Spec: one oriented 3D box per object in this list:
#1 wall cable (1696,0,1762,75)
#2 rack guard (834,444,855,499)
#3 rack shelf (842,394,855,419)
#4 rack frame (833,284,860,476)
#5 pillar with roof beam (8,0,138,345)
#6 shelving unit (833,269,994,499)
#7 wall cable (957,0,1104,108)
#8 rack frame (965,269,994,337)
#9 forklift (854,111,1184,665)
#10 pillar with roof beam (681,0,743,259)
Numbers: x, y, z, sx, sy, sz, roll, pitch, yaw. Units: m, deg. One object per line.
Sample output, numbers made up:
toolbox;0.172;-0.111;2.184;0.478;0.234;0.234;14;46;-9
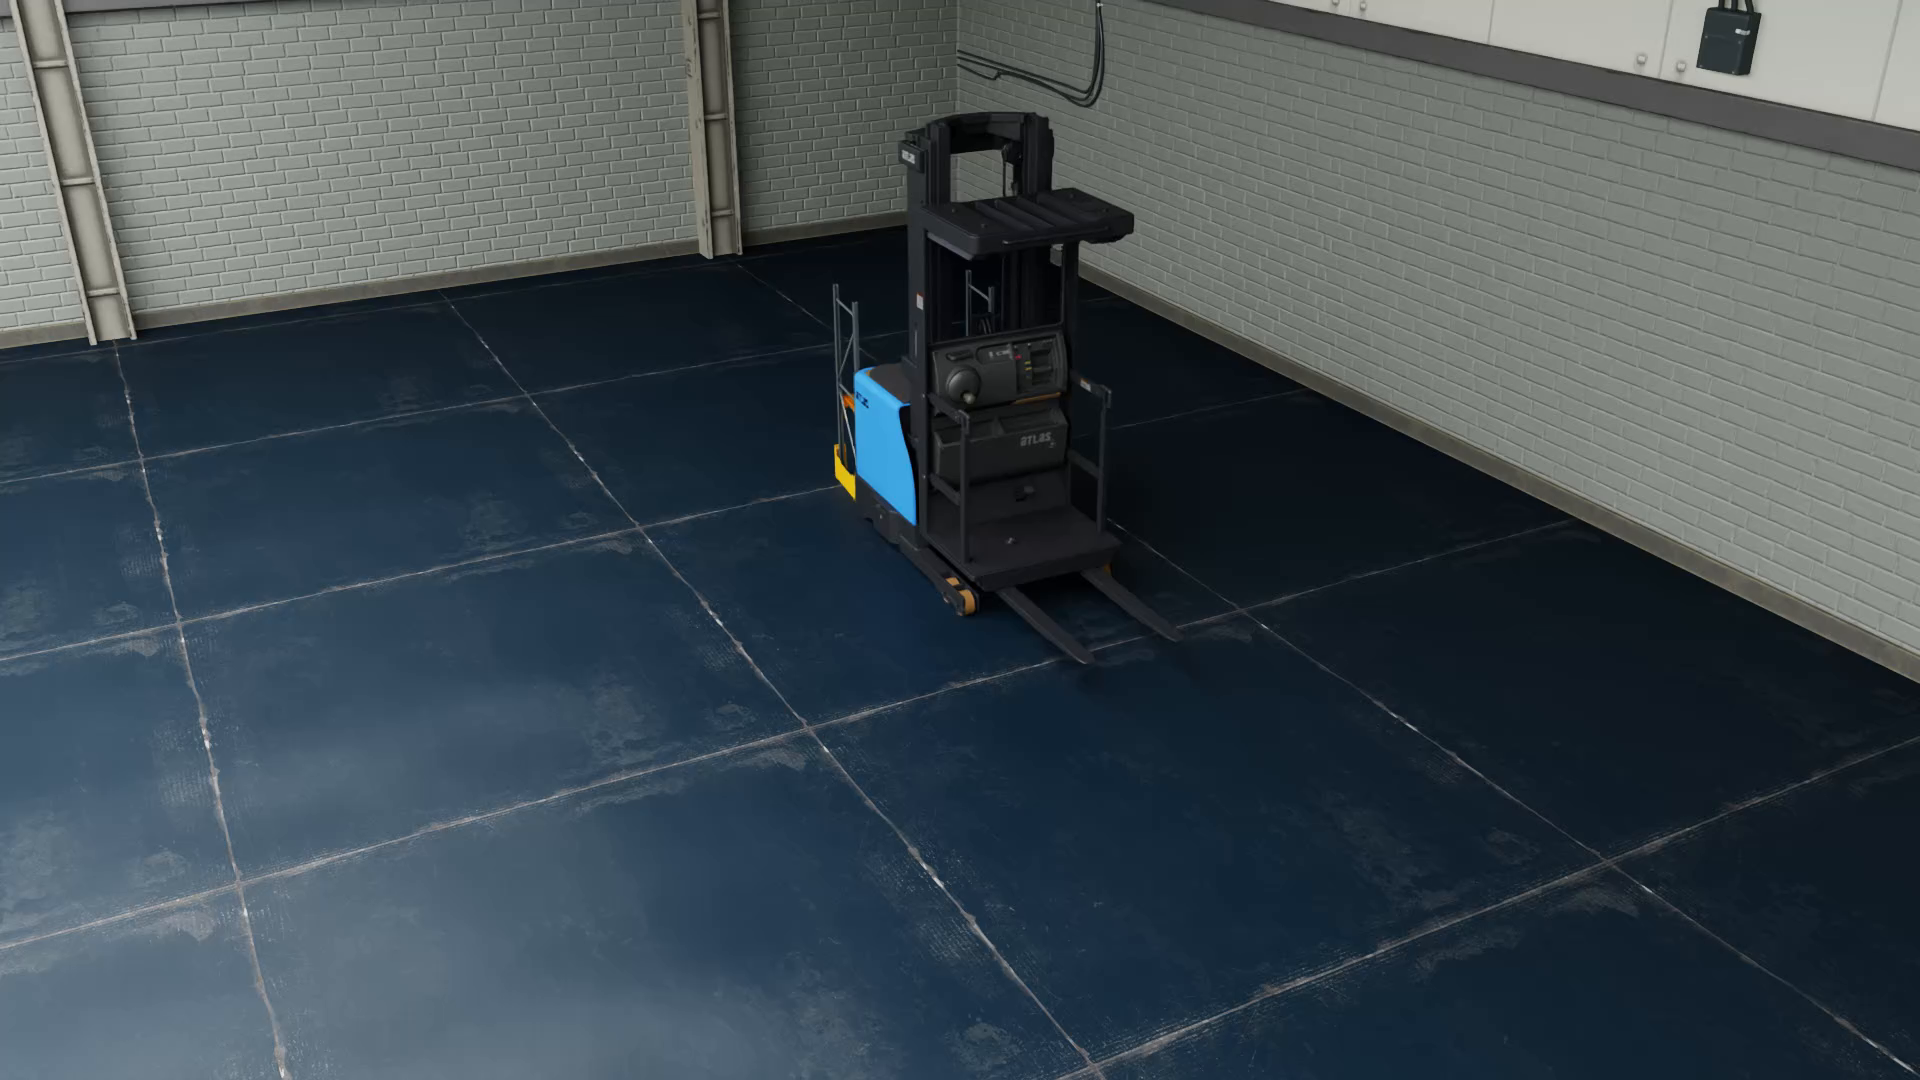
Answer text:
wall cable;5.082;-5.167;7.987;0.169;6.003;2.305;-13;29;-25
rack guard;-0.803;-0.491;12.279;0.087;0.250;0.587;-9;27;-19
rack shelf;-0.331;-0.972;12.254;1.000;0.185;0.538;-9;27;-19
rack frame;-0.806;-1.056;12.013;0.032;1.500;0.500;-9;27;-19
pillar with roof beam;-5.861;-4.301;10.114;0.400;9.000;9.100;-13;29;-25
shelving unit;-0.340;-1.134;12.174;1.083;1.500;0.587;-9;27;-19
wall cable;0.629;-5.863;16.954;0.112;2.526;3.097;-13;29;-25
rack frame;0.143;-1.214;12.341;0.032;1.500;0.500;-9;27;-19
forklift;0.354;-1.058;10.369;1.130;2.935;3.031;-12;28;-24
pillar with roof beam;-0.567;-5.523;12.659;0.400;9.000;9.100;-13;29;-25
